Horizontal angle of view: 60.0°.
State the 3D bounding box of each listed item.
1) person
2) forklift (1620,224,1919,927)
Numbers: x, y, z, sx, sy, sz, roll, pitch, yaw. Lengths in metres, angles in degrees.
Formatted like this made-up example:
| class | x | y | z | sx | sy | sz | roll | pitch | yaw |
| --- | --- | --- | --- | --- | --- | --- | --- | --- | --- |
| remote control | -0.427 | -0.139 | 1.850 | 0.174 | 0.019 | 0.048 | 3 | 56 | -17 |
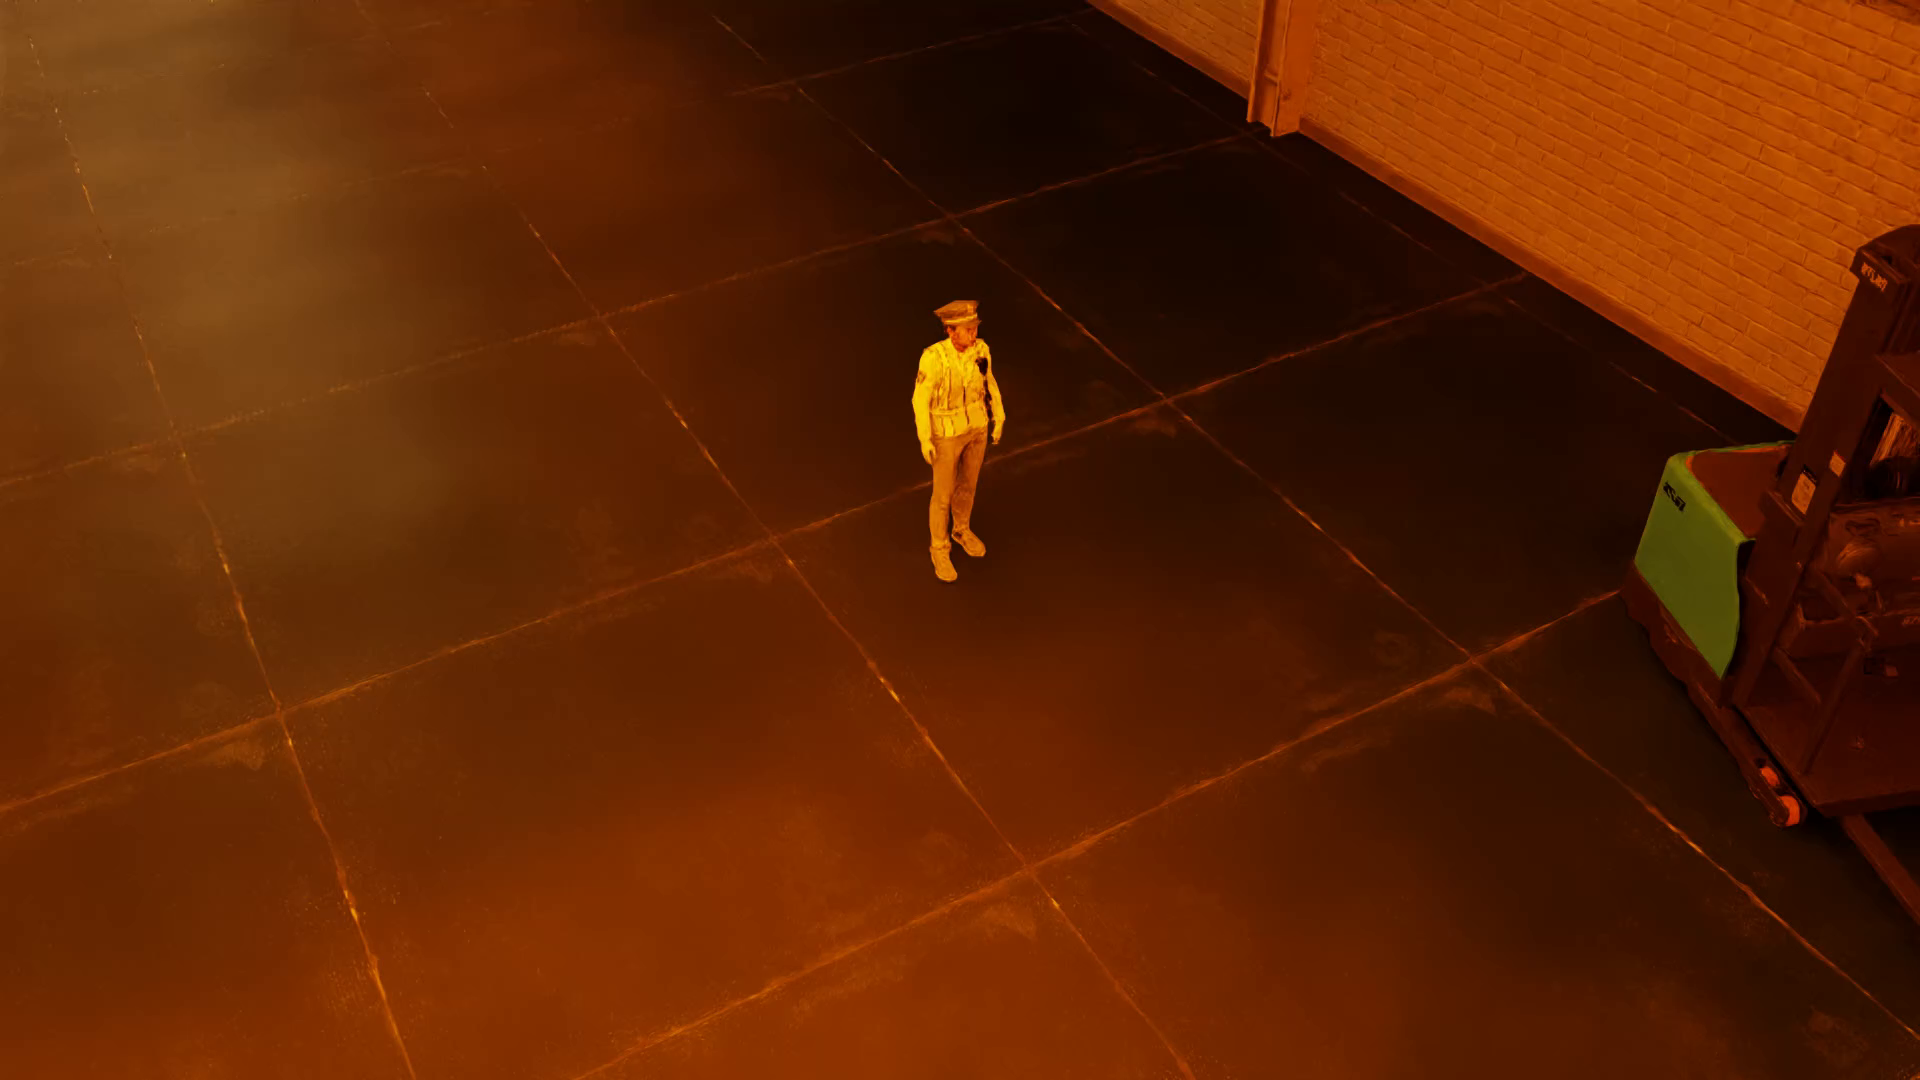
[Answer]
| class | x | y | z | sx | sy | sz | roll | pitch | yaw |
| --- | --- | --- | --- | --- | --- | --- | --- | --- | --- |
| person | 0.028 | -0.618 | 9.738 | 0.586 | 1.695 | 0.533 | -20 | 44 | -23 |
| forklift | 4.674 | 0.089 | 7.929 | 1.130 | 2.935 | 3.031 | -7 | 40 | -8 |
